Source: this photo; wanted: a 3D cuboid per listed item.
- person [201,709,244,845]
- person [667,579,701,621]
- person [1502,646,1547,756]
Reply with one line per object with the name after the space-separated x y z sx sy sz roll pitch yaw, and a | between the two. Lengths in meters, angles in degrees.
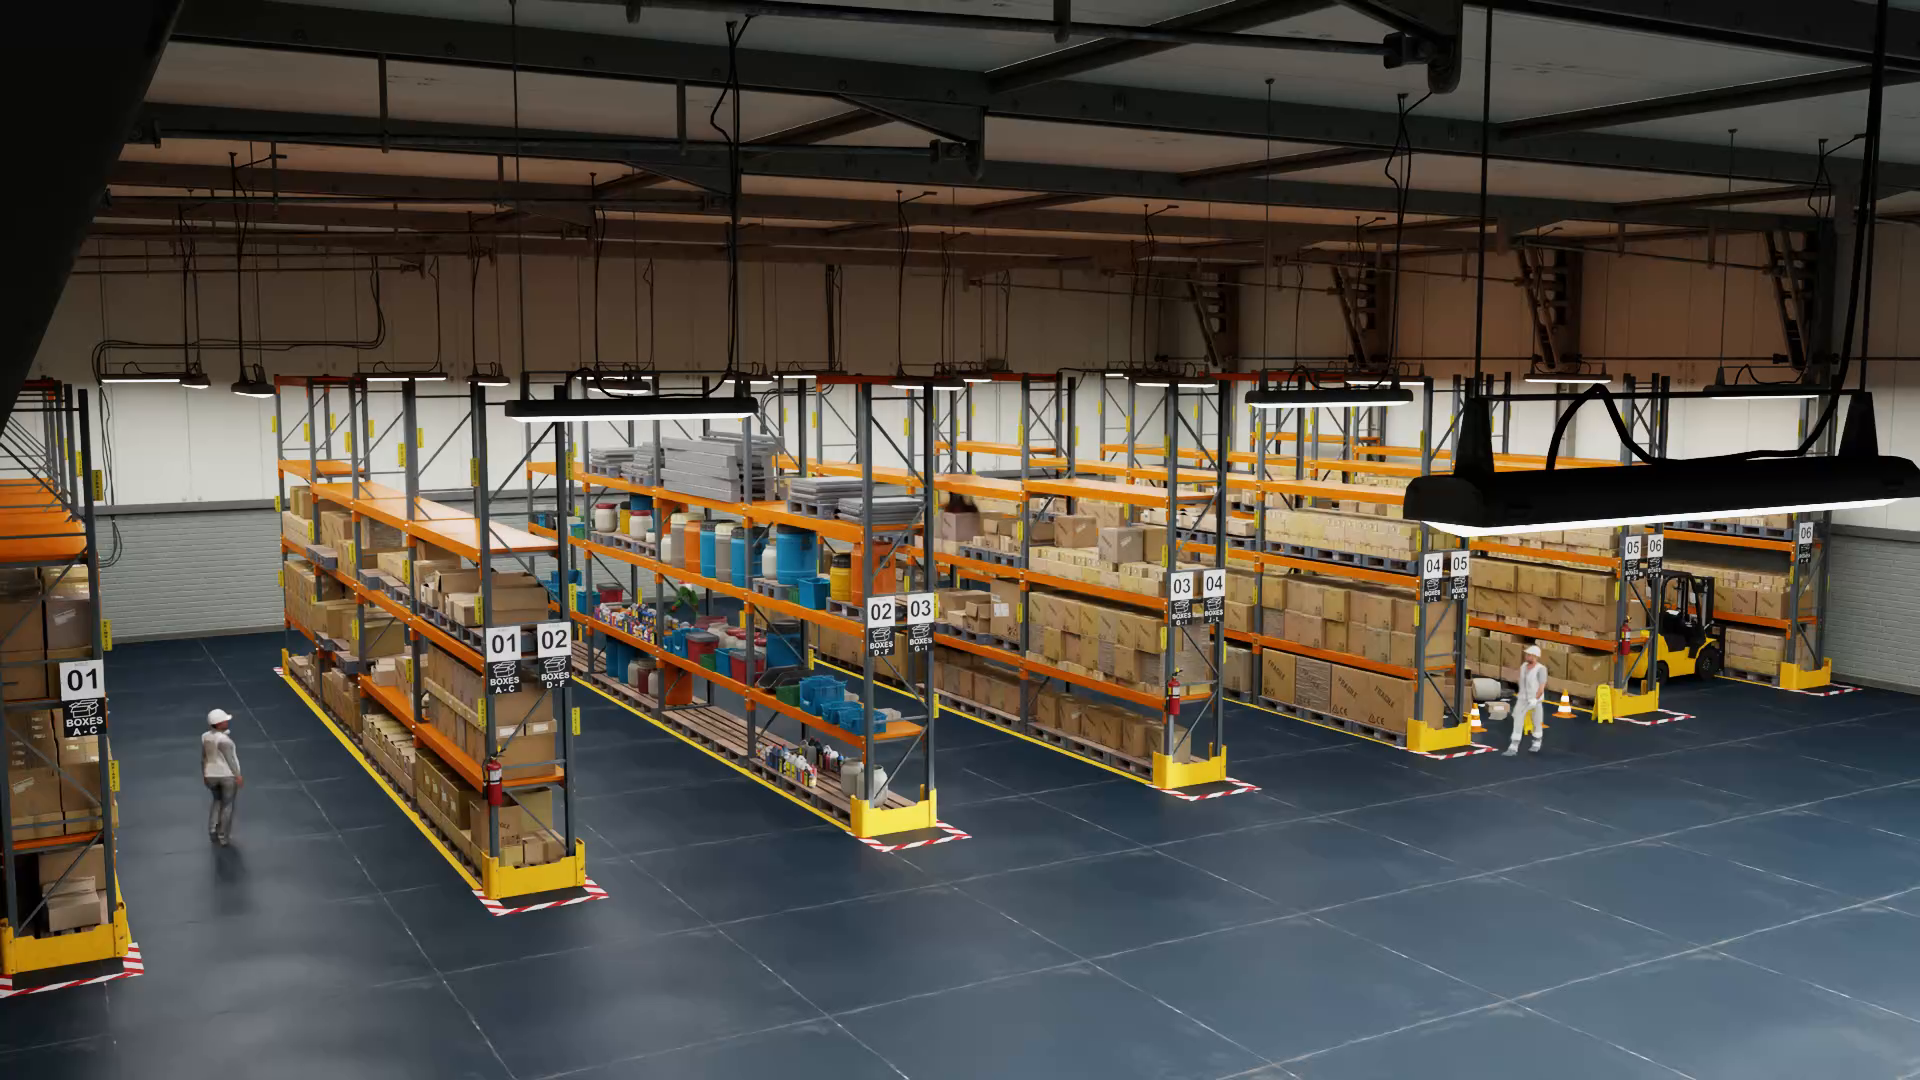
-9.617 3.077 21.670 0.559 1.793 0.471 1 6 6 | person
-6.592 1.099 39.995 1.012 1.752 0.640 -1 6 -11 | person
9.026 2.551 26.391 0.519 1.740 0.966 5 8 36 | person
